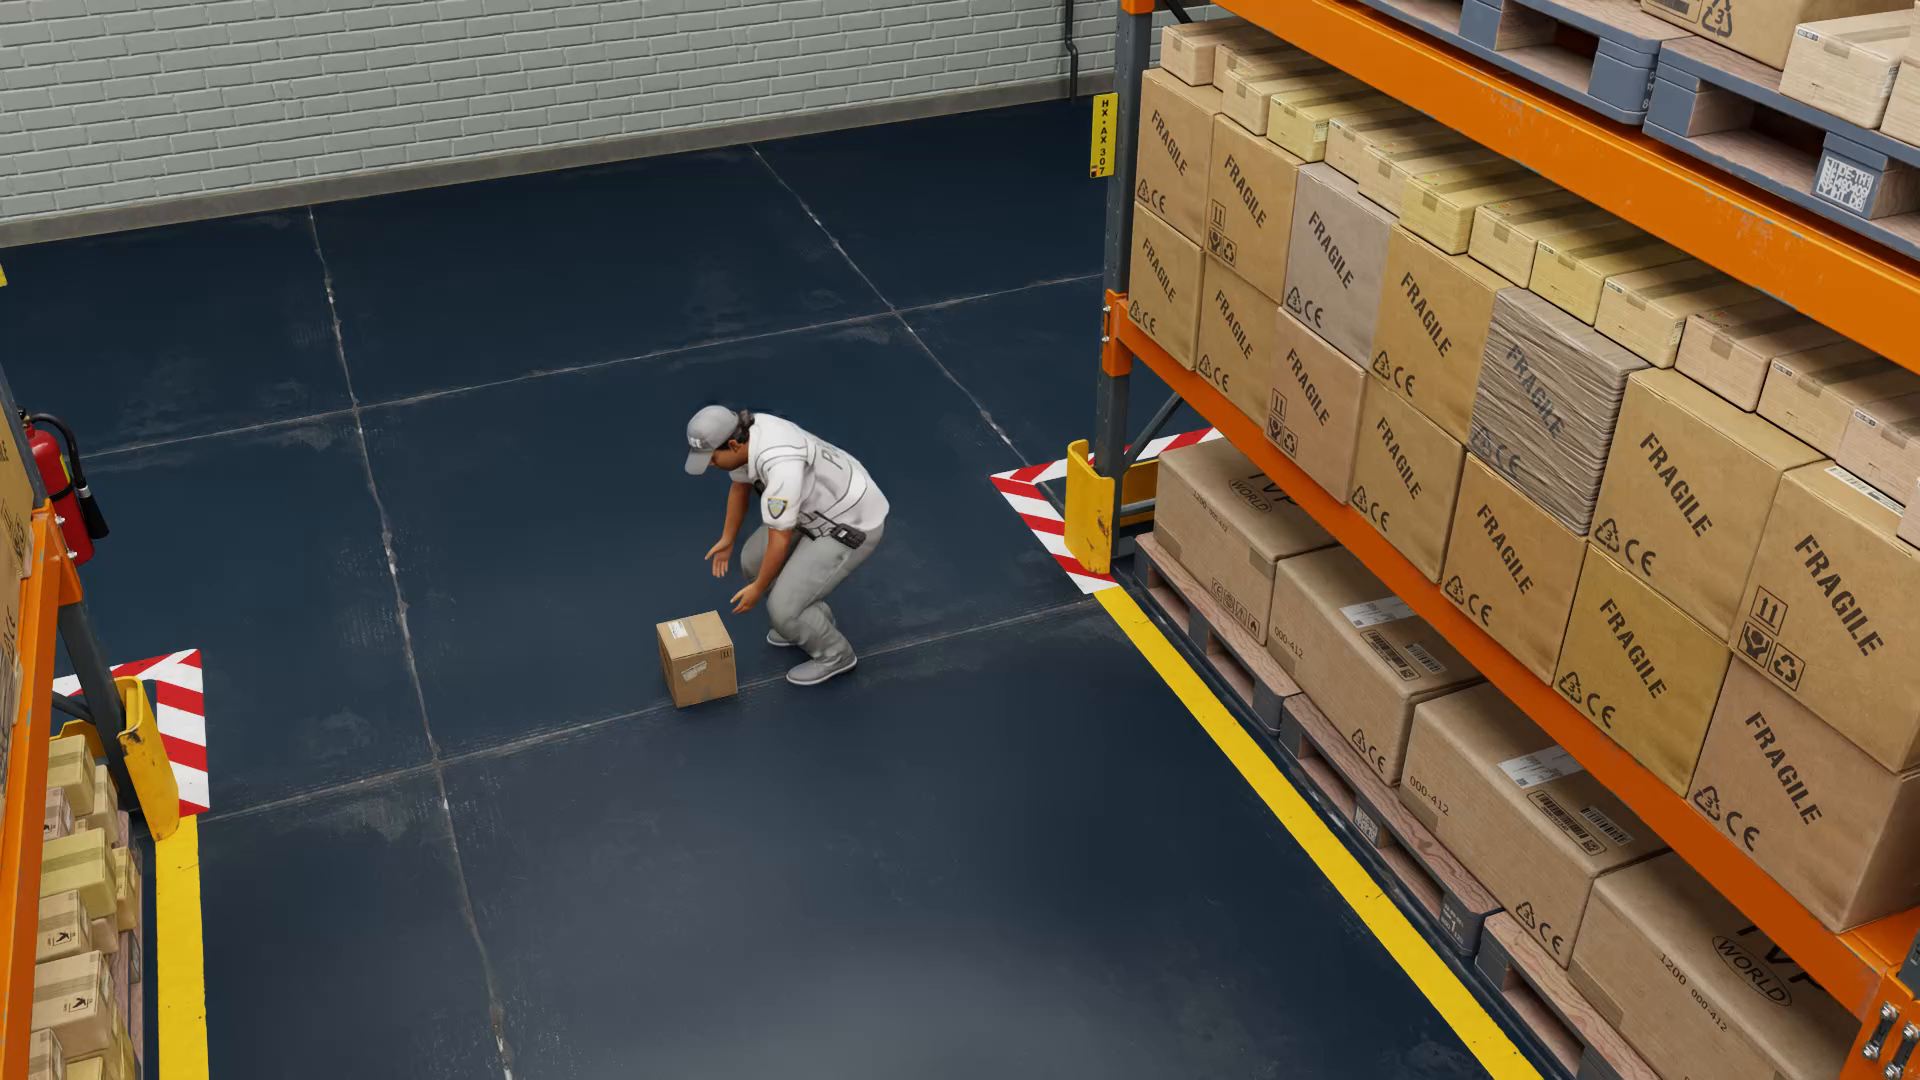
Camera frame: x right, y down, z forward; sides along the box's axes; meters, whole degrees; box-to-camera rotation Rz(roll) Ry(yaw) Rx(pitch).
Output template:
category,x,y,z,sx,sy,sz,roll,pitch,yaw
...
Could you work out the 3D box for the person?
category,x,y,z,sx,sy,sz,roll,pitch,yaw
person,-0.665,-0.016,6.532,0.786,1.265,0.540,-13,36,-19
